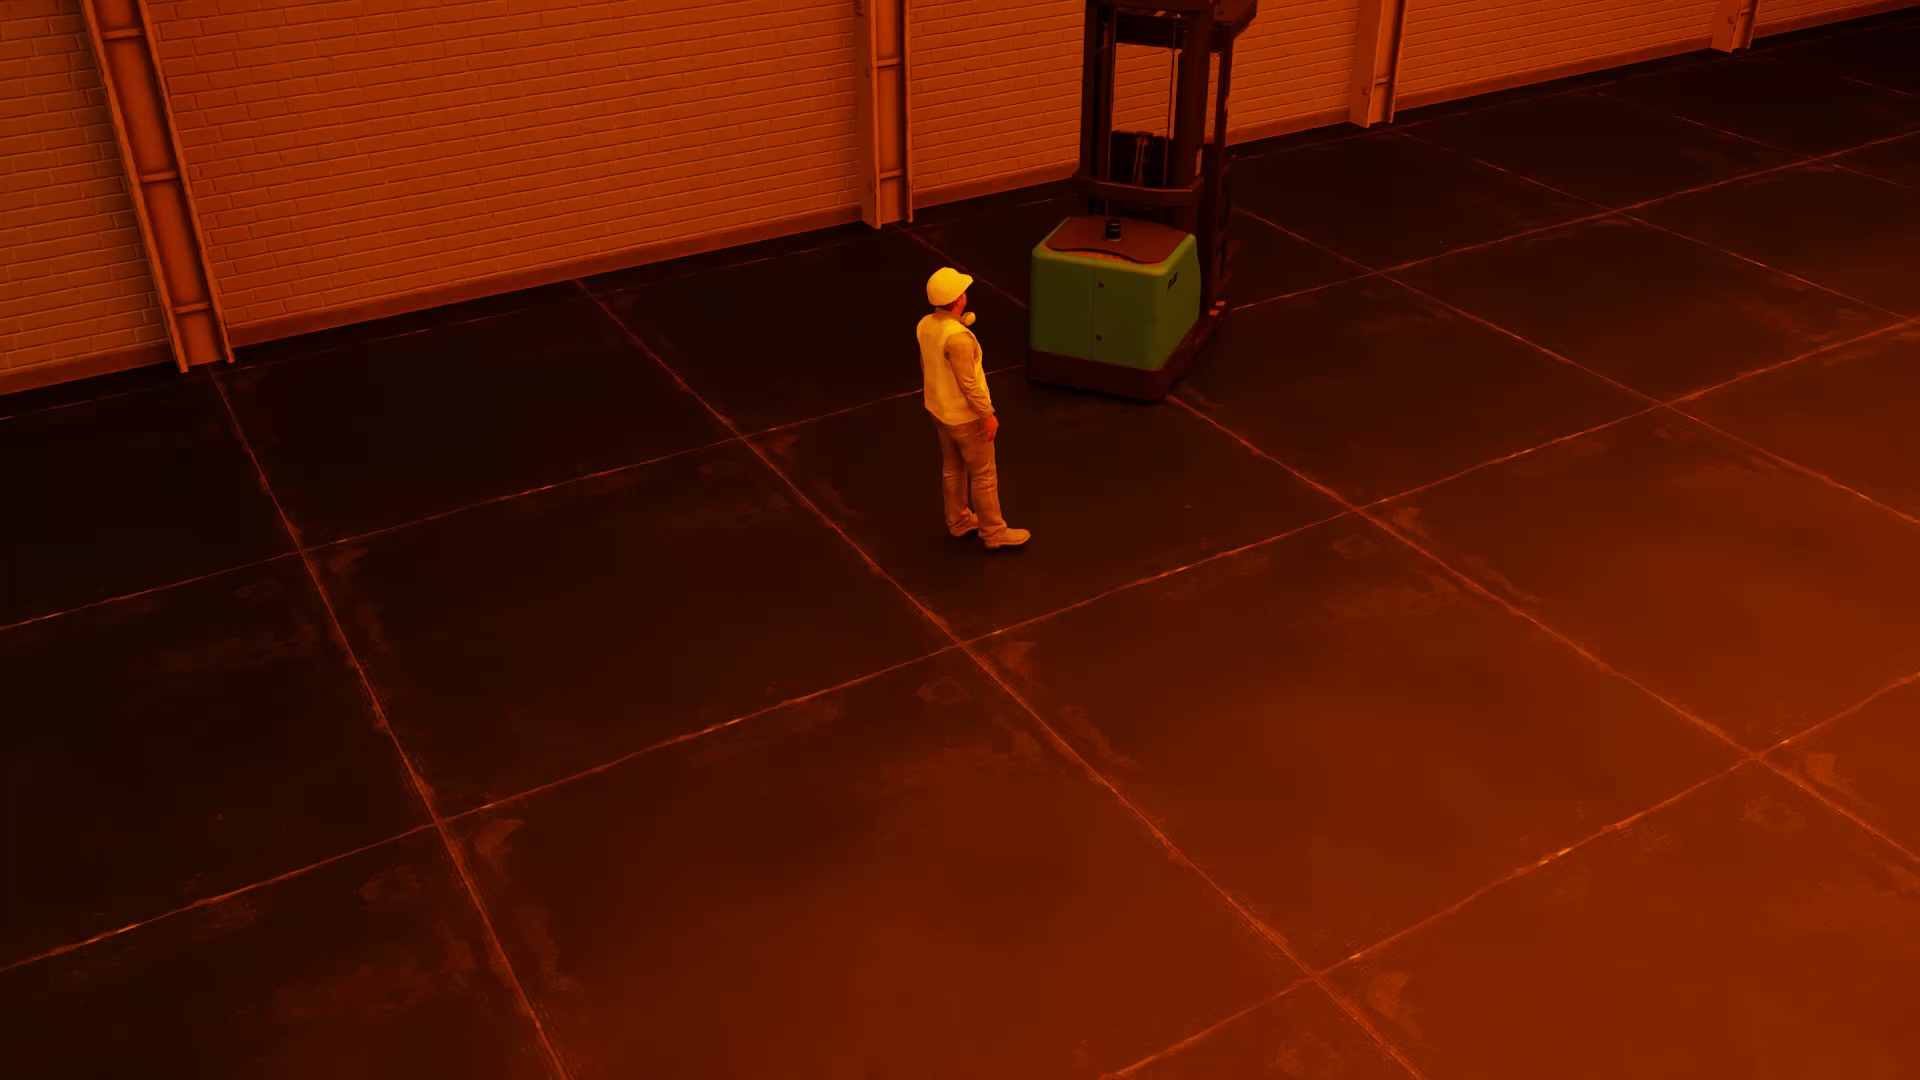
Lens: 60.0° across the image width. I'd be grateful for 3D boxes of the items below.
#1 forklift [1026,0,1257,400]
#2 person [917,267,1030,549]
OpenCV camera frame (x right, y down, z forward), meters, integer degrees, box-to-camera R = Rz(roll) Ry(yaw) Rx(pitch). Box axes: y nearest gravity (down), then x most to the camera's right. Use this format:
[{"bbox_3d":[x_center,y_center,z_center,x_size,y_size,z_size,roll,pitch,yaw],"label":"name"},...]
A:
[{"bbox_3d":[1.537,-3.011,12.675,1.130,2.935,3.031,12,33,20],"label":"forklift"},{"bbox_3d":[0.057,-0.814,10.041,0.568,1.773,0.632,-17,35,-26],"label":"person"}]
